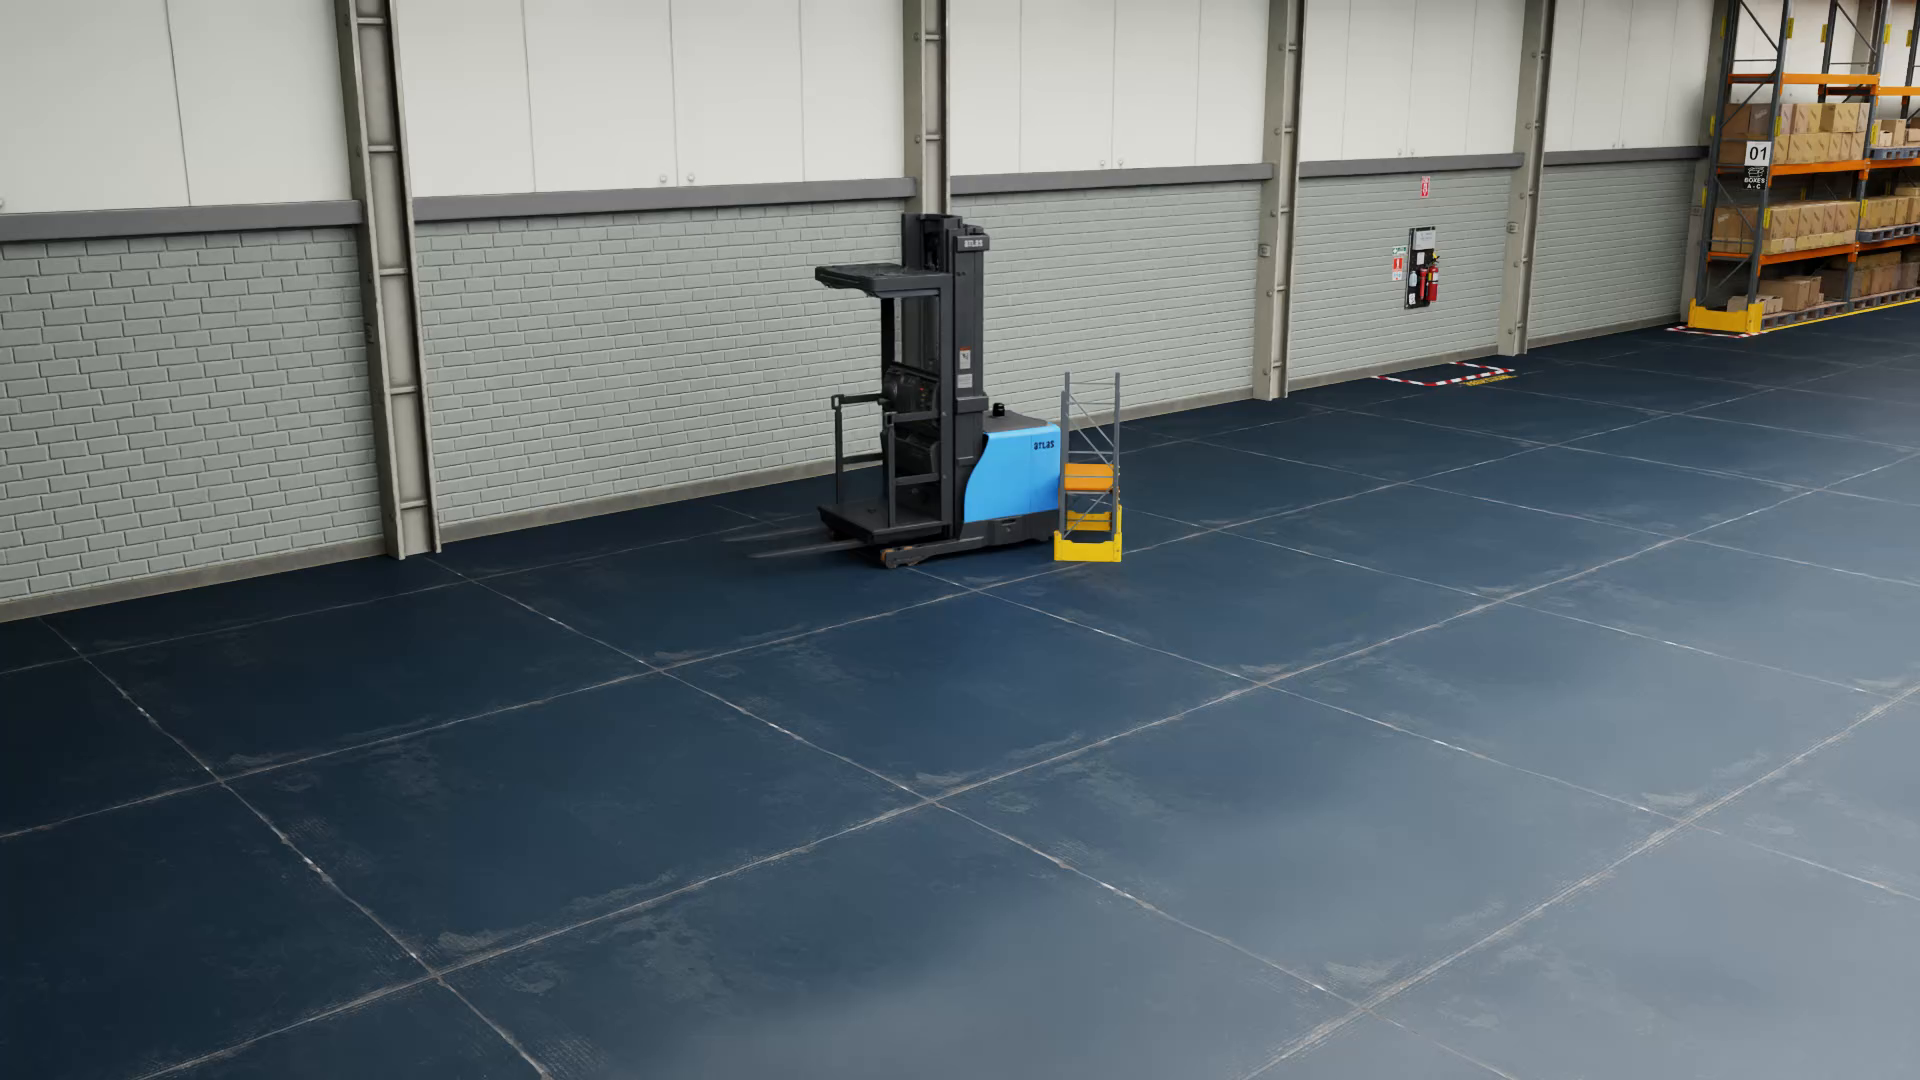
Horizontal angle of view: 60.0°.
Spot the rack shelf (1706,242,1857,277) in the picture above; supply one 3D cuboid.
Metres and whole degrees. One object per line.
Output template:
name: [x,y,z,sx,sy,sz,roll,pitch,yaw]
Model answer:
rack shelf: [14.776,-5.109,29.958,4.000,0.370,1.077,-13,19,-39]

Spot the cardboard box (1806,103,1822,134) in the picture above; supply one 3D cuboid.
cardboard box: [14.509,-7.290,28.747,0.500,0.500,0.500,-12,19,-38]

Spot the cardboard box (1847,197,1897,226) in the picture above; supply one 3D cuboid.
cardboard box: [17.594,-6.347,32.151,0.500,0.500,0.700,-10,18,-32]

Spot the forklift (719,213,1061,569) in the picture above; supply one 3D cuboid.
forklift: [-0.611,-1.323,14.523,3.031,2.935,1.130,-9,17,-29]

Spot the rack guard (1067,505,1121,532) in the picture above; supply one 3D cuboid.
rack guard: [1.209,-0.201,15.519,0.587,0.250,0.087,1,15,5]

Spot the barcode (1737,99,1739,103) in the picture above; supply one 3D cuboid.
barcode: [13.475,-7.606,28.805,0.075,0.075,0.001,-13,19,-39]

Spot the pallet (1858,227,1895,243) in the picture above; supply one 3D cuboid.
pallet: [16.957,-5.804,31.537,1.213,0.211,1.003,-13,19,-39]

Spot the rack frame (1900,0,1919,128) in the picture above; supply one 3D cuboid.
rack frame: [19.303,-9.371,32.896,0.127,3.000,1.000,-13,19,-39]

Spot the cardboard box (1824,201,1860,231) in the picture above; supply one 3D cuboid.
cardboard box: [16.132,-5.954,30.528,0.500,0.500,0.500,-13,20,-39]

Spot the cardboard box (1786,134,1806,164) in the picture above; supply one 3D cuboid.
cardboard box: [14.113,-6.717,28.539,0.500,0.500,0.500,-11,19,-36]

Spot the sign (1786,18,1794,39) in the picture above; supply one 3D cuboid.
sign: [13.624,-8.400,27.296,0.005,0.325,0.100,-13,19,-39]

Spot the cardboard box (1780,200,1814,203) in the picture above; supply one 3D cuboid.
cardboard box: [15.401,-5.969,30.582,0.500,0.500,0.500,-13,20,-40]

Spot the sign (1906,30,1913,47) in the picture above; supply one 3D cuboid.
sign: [18.936,-10.006,33.157,0.005,0.325,0.100,-13,19,-39]

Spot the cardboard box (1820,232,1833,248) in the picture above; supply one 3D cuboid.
cardboard box: [15.376,-5.422,29.989,0.500,0.250,0.500,-13,20,-40]

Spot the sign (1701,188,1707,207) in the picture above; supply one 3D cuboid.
sign: [12.918,-5.941,28.824,0.005,0.325,0.100,-13,19,-39]

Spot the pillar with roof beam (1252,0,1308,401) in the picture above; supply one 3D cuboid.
pillar with roof beam: [7.001,-5.432,18.149,0.400,9.000,9.100,-13,19,-39]

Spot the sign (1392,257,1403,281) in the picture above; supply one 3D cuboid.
sign: [6.328,-3.921,24.046,0.234,0.329,0.001,-13,19,-39]

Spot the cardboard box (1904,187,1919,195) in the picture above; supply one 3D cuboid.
cardboard box: [19.062,-6.983,33.276,0.380,0.149,0.250,13,20,40]

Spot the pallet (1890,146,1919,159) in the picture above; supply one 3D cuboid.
pallet: [17.601,-7.414,31.744,1.003,0.211,1.213,-13,19,-39]

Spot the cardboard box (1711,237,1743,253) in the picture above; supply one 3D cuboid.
cardboard box: [13.493,-5.172,29.051,0.500,0.250,0.500,-12,19,-39]

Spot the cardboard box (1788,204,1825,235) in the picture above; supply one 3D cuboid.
cardboard box: [14.980,-5.697,29.566,0.500,0.500,0.500,-12,19,-38]

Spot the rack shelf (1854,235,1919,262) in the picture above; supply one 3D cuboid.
rack shelf: [17.794,-5.787,32.495,4.000,0.370,1.077,-13,19,-39]

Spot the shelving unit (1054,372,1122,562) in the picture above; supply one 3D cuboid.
shelving unit: [1.163,-0.677,14.879,0.587,1.500,1.083,1,15,5]

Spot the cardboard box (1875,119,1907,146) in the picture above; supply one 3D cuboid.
cardboard box: [17.681,-7.782,31.750,0.500,0.500,0.500,-14,20,-41]

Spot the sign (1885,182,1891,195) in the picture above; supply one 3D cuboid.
sign: [18.936,-7.140,33.923,0.005,0.325,0.100,-13,19,-39]

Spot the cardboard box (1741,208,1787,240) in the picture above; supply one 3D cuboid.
cardboard box: [13.825,-5.440,28.600,0.500,0.500,0.500,-13,19,-39]

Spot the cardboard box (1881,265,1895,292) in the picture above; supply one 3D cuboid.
cardboard box: [17.973,-5.191,32.864,0.500,0.500,0.700,-13,20,-40]

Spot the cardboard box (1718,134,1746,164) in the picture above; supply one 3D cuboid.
cardboard box: [13.416,-6.745,28.643,0.500,0.500,0.500,-11,18,-35]

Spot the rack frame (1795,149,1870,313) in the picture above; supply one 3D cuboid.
rack frame: [16.285,-5.795,31.133,0.127,3.000,1.000,-13,19,-39]

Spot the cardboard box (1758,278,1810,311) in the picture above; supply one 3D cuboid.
cardboard box: [14.865,-4.433,30.026,0.500,0.500,0.700,-14,21,-43]

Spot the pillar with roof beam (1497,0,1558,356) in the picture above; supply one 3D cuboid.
pillar with roof beam: [11.528,-6.448,21.954,0.400,9.000,9.100,-13,19,-39]

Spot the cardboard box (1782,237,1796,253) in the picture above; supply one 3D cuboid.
cardboard box: [14.227,-5.166,29.031,0.500,0.250,0.500,-13,20,-41]

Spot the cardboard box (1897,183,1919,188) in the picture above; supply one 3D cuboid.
cardboard box: [19.475,-7.164,33.996,0.500,0.250,0.500,-12,19,-38]

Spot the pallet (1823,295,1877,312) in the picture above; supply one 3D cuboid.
pallet: [16.872,-4.580,31.988,1.213,0.211,1.003,-13,19,-39]

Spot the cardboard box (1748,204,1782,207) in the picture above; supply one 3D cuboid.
cardboard box: [14.257,-5.710,29.614,0.500,0.500,0.500,-13,20,-41]

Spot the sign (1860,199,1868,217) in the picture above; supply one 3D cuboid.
sign: [16.647,-6.109,30.631,0.005,0.325,0.100,-13,19,-39]

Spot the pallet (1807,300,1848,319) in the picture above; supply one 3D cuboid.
pallet: [15.802,-4.327,31.042,1.213,0.211,1.003,-13,19,-39]

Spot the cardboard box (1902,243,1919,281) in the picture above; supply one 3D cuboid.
cardboard box: [19.944,-5.736,34.264,0.750,0.750,0.750,-13,20,-40]

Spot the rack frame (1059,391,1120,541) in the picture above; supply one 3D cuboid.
rack frame: [1.116,-0.544,14.381,0.500,1.500,0.032,1,15,5]

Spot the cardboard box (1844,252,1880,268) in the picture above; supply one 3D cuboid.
cardboard box: [17.550,-5.455,32.396,0.500,0.250,0.500,-13,20,-41]

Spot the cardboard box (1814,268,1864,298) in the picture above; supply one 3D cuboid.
cardboard box: [16.830,-4.928,31.878,0.500,0.500,0.700,-12,19,-38]

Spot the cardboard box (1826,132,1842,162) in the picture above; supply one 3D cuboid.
cardboard box: [15.284,-6.984,29.540,0.500,0.500,0.500,-14,20,-41]

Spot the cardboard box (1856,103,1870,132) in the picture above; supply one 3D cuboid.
cardboard box: [16.085,-7.648,30.086,0.500,0.500,0.500,14,20,42]

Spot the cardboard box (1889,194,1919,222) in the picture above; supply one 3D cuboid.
cardboard box: [18.955,-6.652,33.295,0.700,0.500,0.500,13,20,40]
